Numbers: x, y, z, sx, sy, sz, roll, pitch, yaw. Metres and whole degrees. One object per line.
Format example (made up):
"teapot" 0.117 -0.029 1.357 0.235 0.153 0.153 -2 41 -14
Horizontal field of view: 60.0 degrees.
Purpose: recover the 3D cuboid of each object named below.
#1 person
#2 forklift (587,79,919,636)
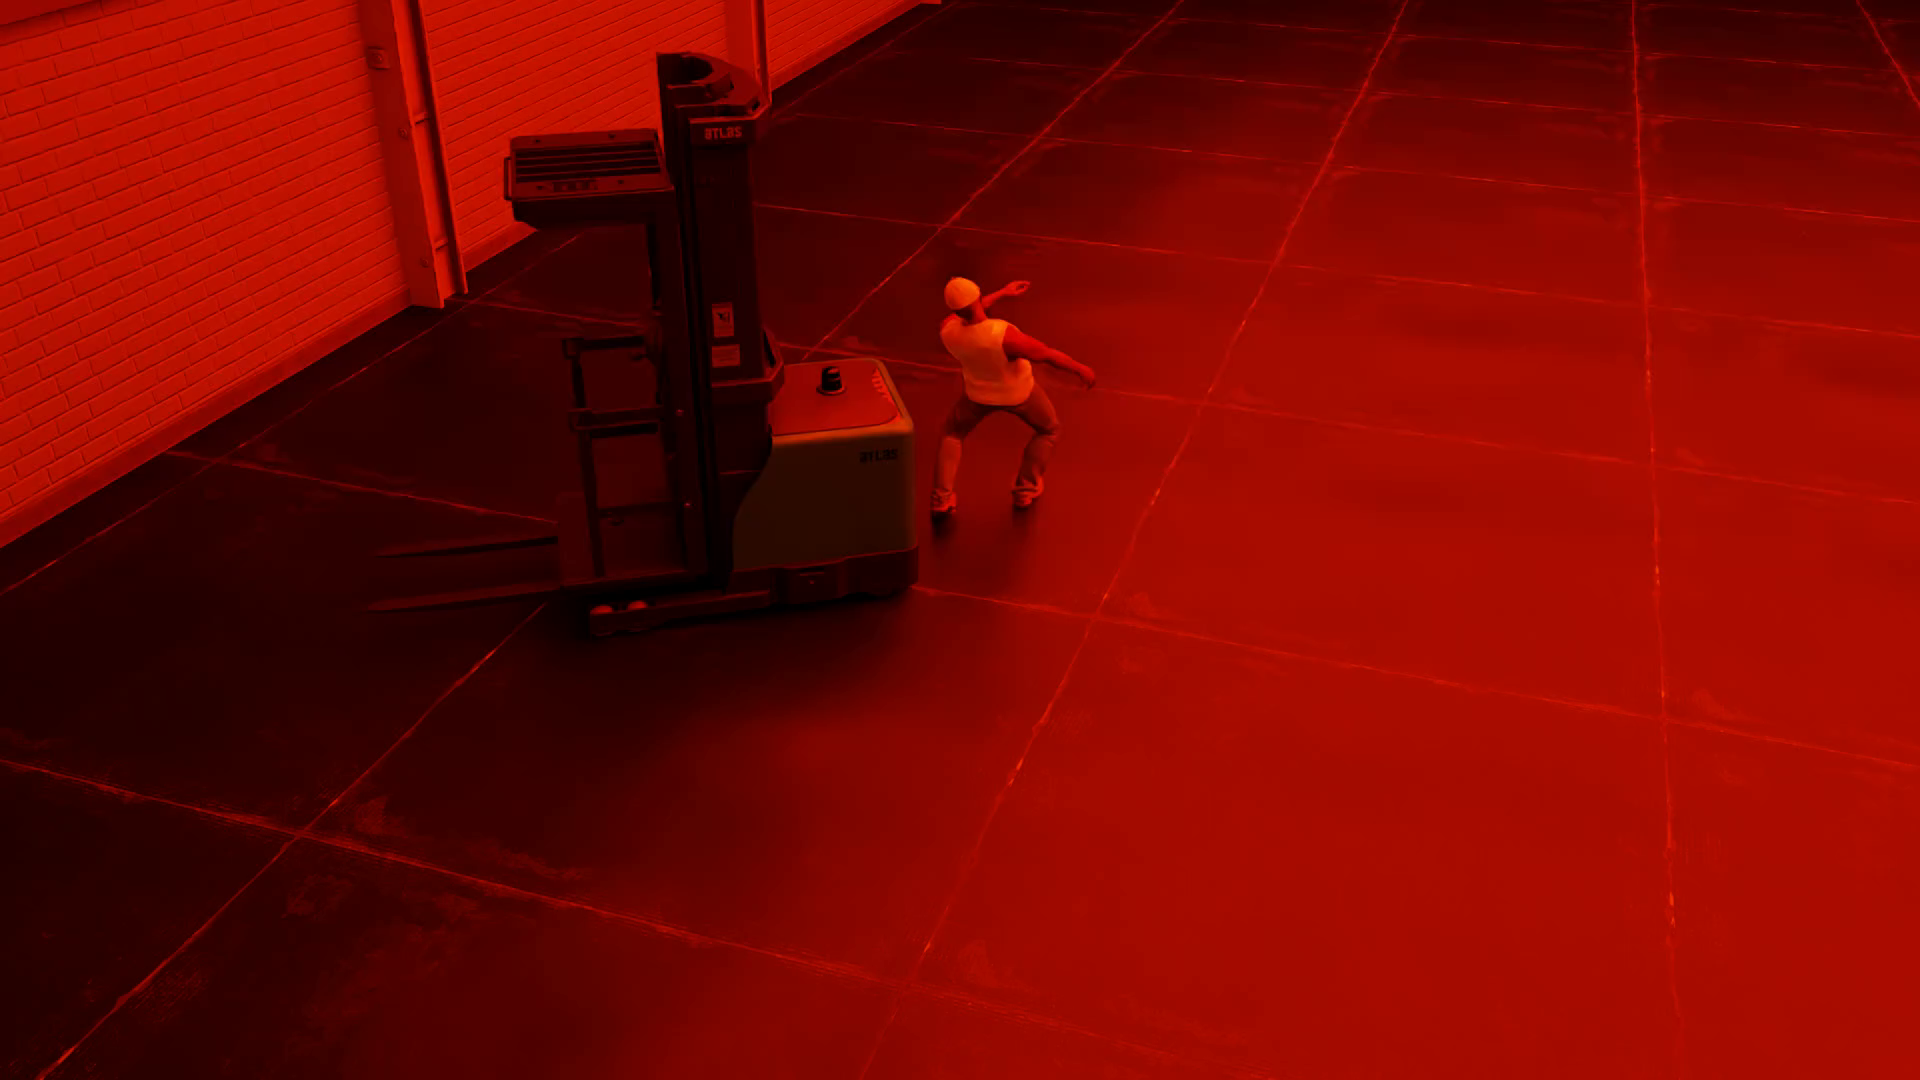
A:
"person" 0.343 -0.910 10.090 0.959 1.548 0.827 6 30 11
"forklift" -1.277 -1.056 9.079 1.939 2.843 1.129 -7 30 -12
